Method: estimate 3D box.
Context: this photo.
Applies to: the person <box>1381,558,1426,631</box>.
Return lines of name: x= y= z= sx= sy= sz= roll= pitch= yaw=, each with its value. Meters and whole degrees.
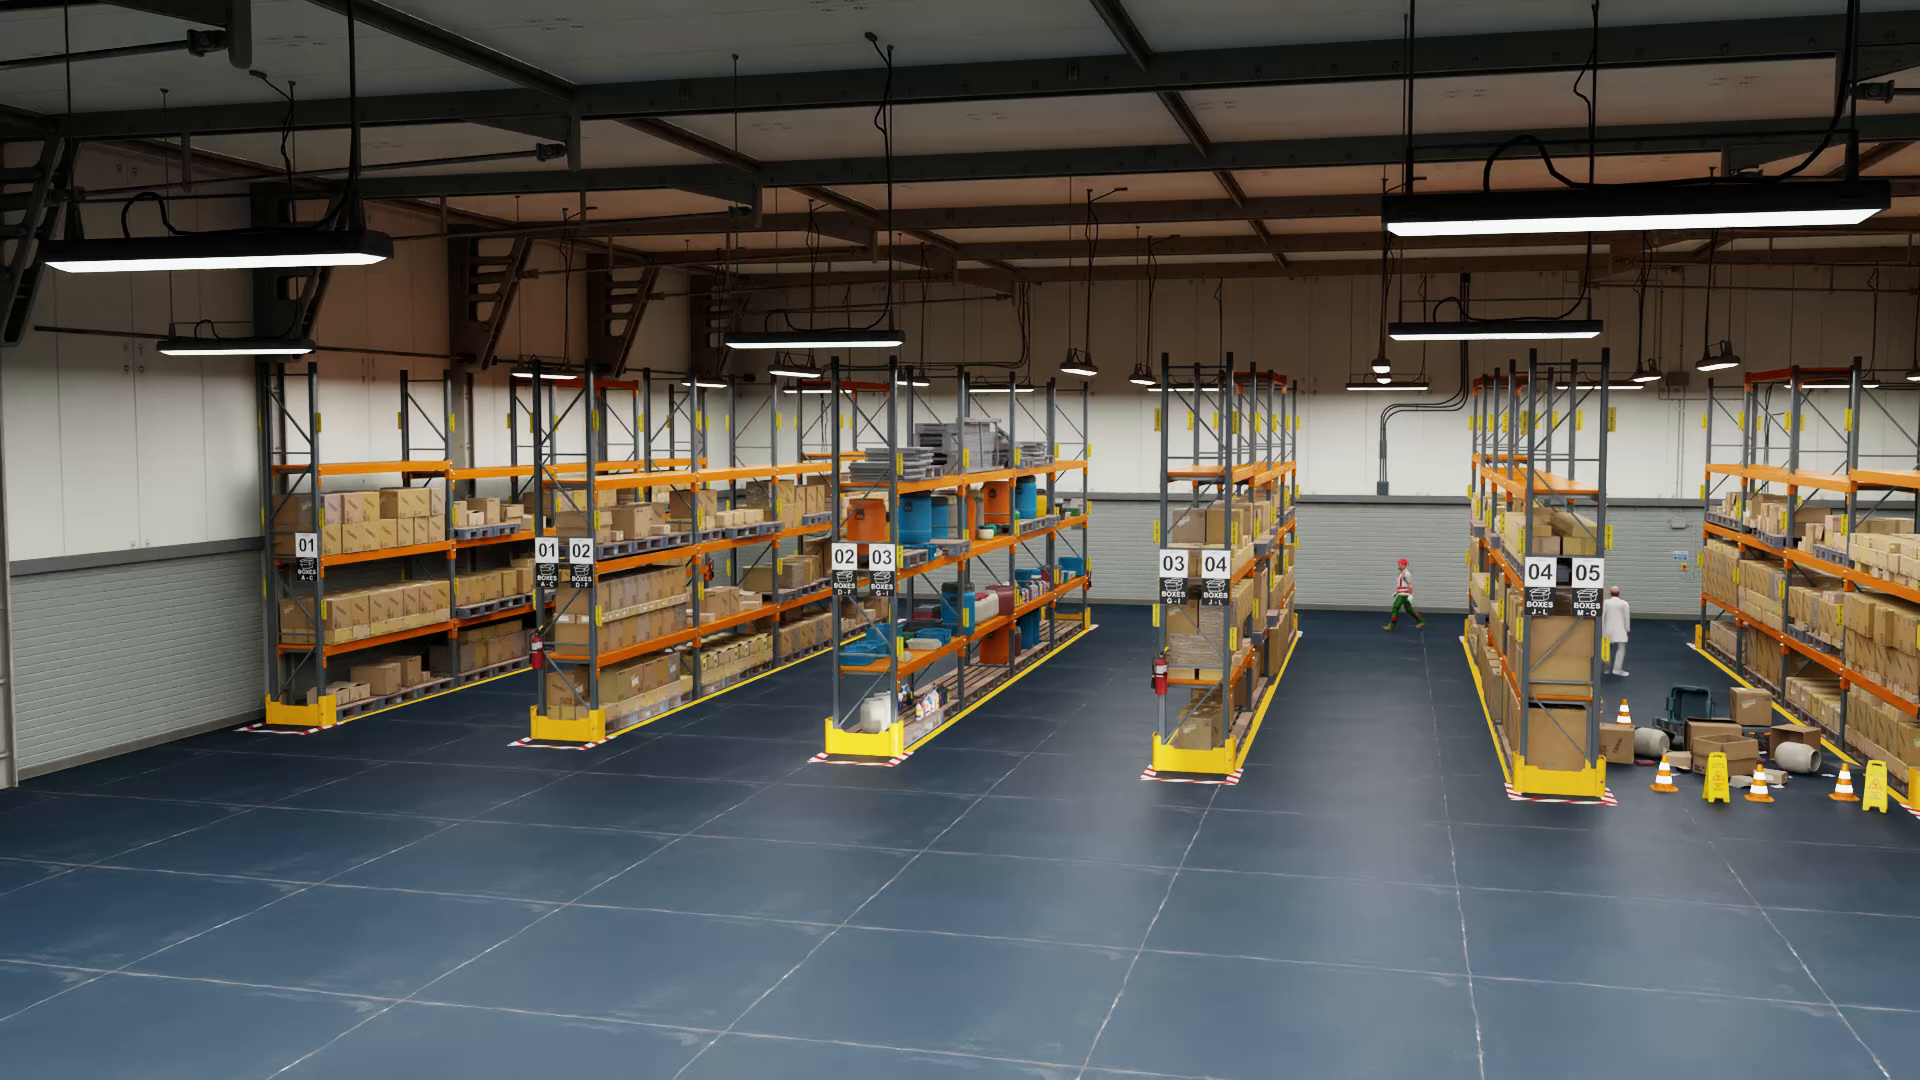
person: x=10.693 y=1.314 z=40.018 sx=1.057 sy=1.750 sz=0.514 roll=1 pitch=4 yaw=11

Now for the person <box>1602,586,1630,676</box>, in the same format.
person: x=12.991 y=1.804 z=33.017 sx=0.617 sy=1.777 sz=0.830 roll=2 pitch=4 yaw=26
